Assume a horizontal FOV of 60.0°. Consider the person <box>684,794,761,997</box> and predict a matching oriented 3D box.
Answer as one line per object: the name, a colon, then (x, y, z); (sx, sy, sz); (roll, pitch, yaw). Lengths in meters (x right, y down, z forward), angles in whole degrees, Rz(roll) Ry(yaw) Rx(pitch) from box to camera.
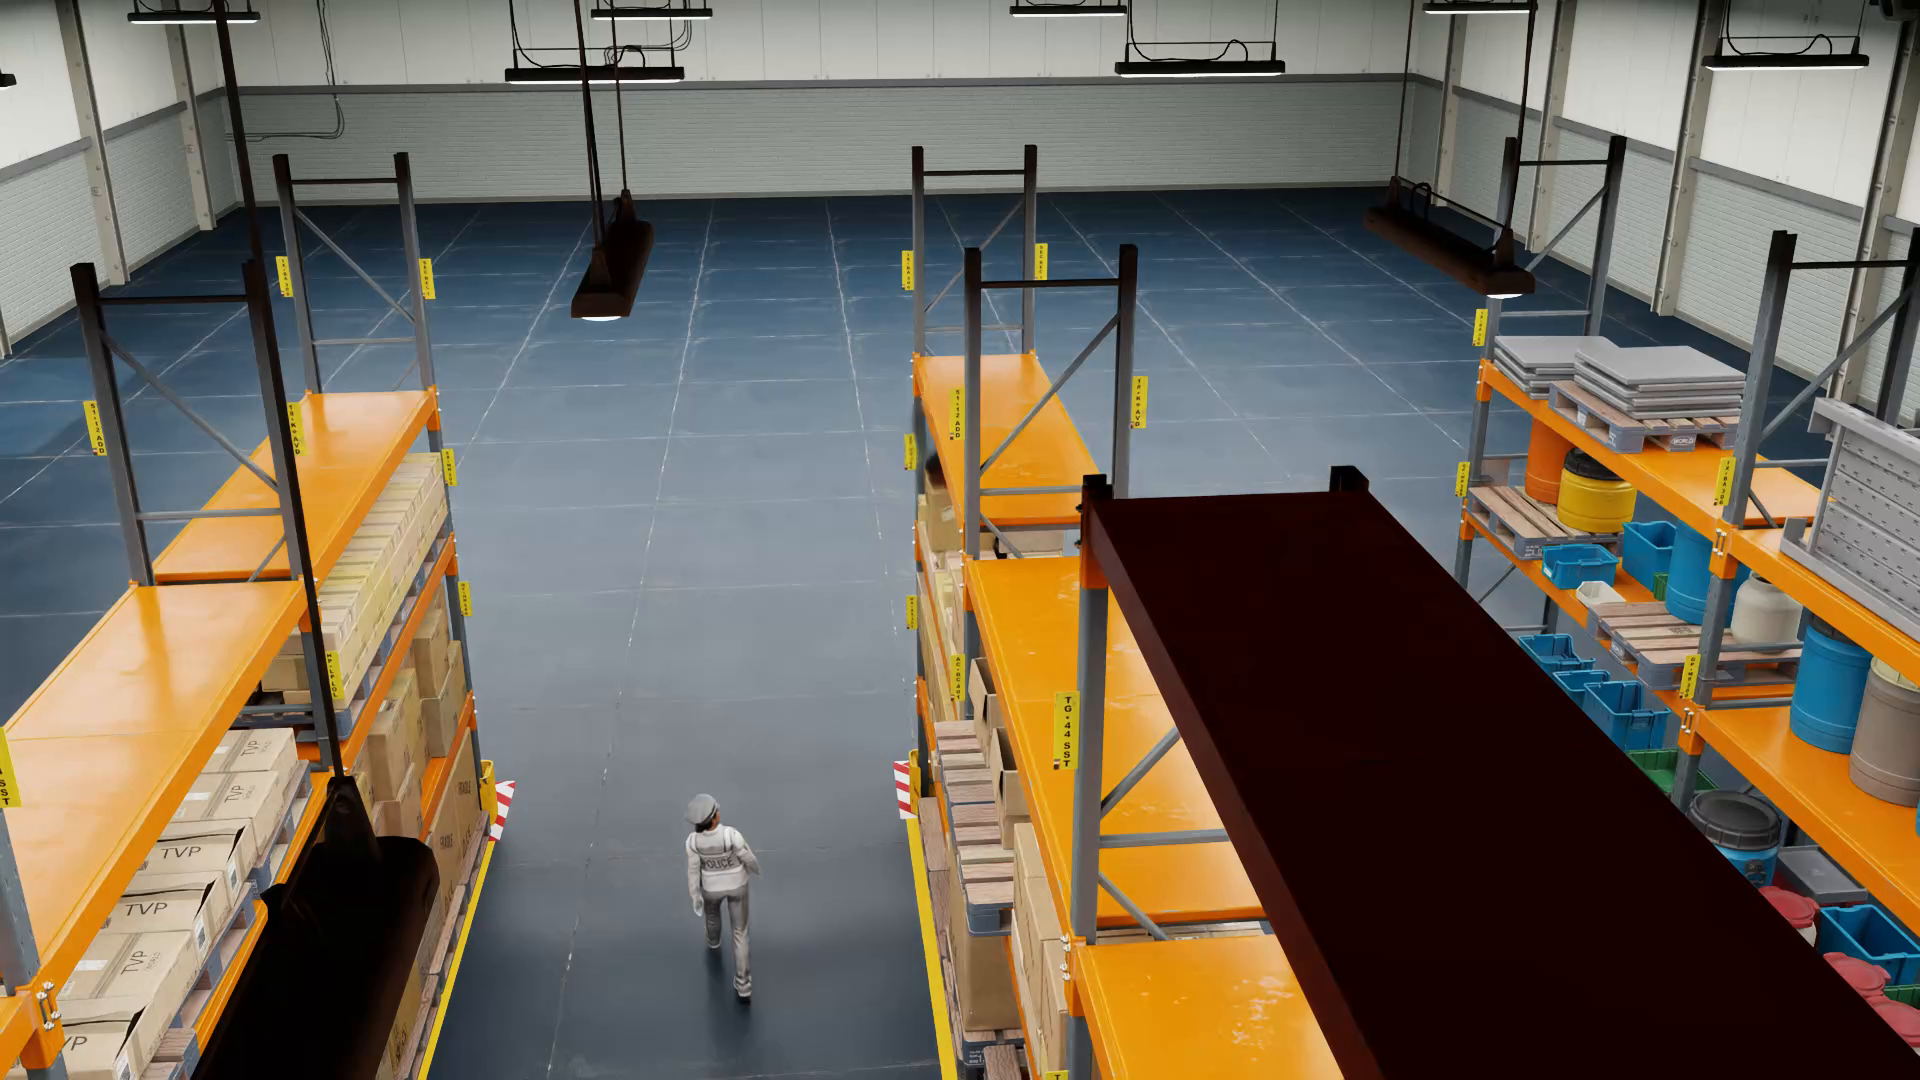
person: (-1.813, 2.599, 12.842); (0.554, 1.614, 0.974); (-2, 22, -6)
